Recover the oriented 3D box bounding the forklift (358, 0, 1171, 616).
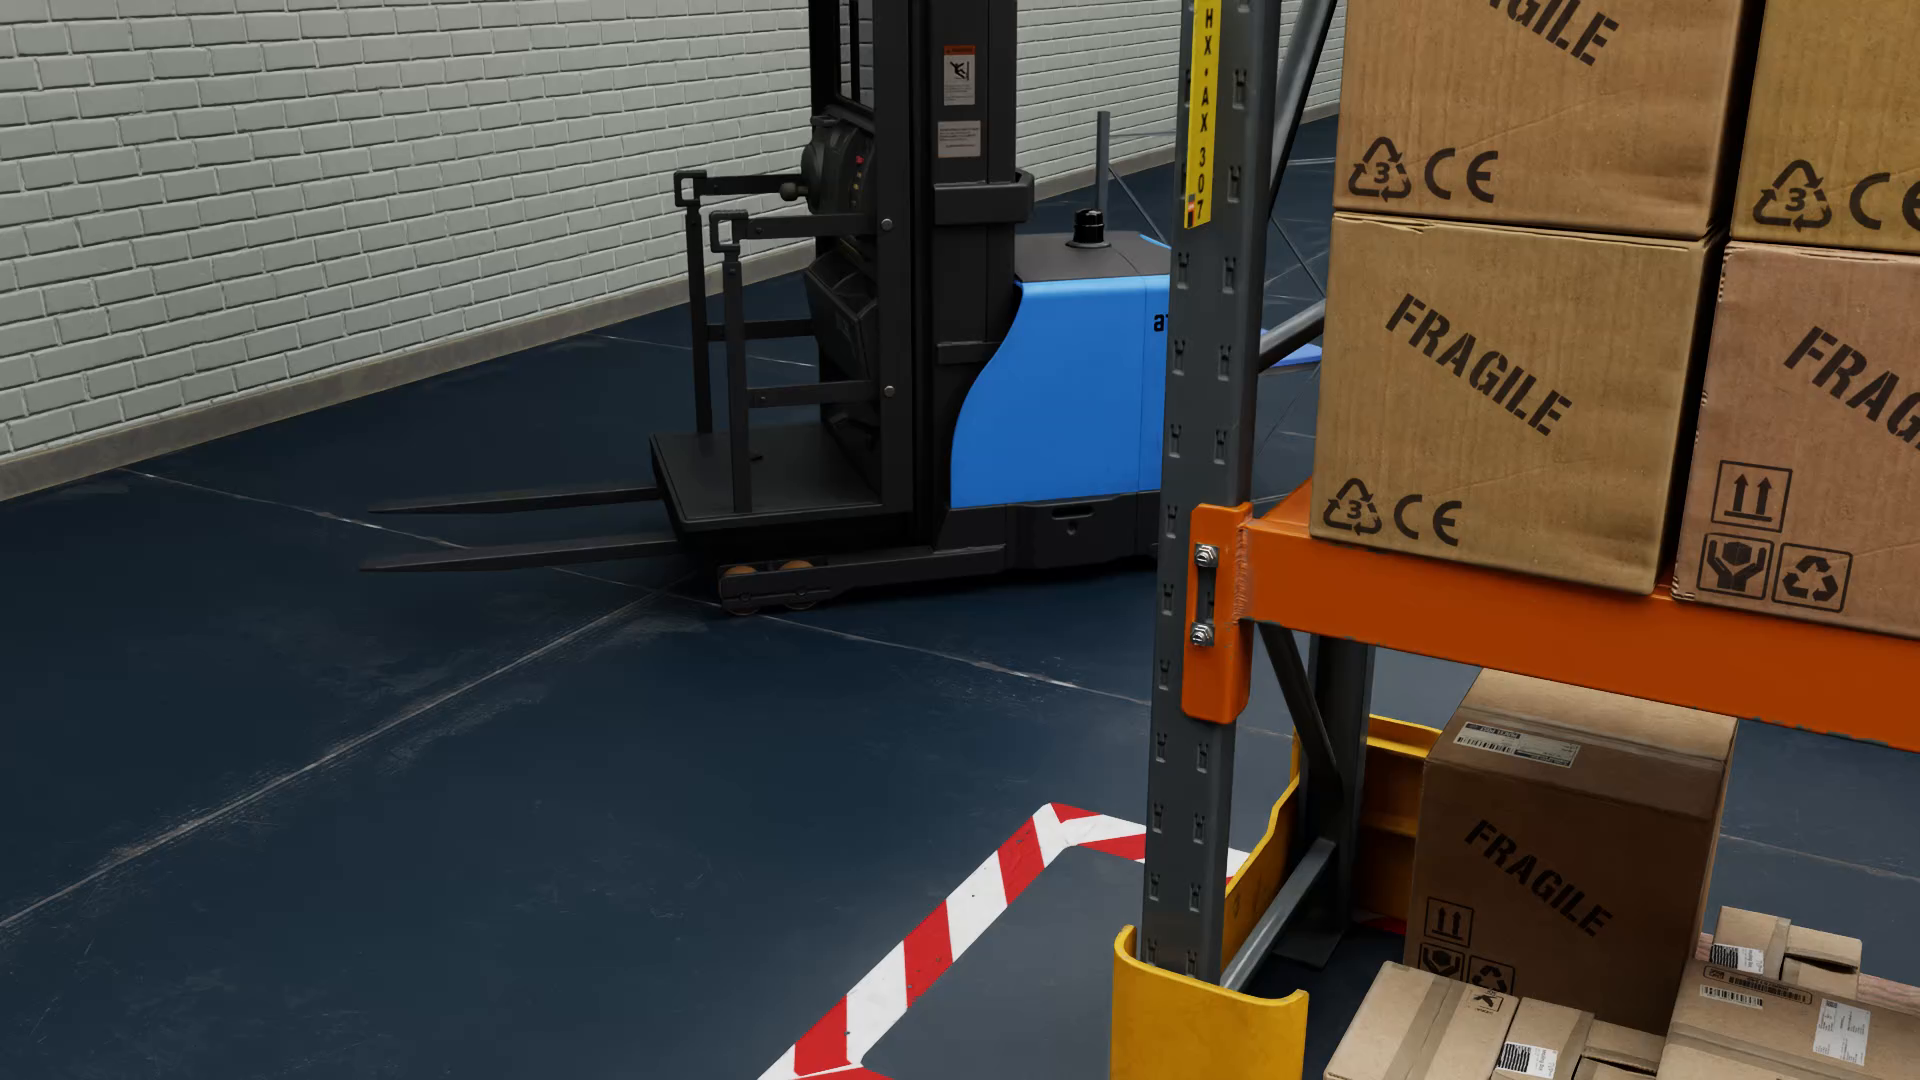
[{"bbox_3d":[-0.604,-1.320,5.707,3.031,2.935,1.130,-5,21,-15],"label":"forklift"}]

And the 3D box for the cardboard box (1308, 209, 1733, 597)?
[{"bbox_3d":[0.876,-0.269,2.560,0.500,0.500,0.500,11,23,28],"label":"cardboard box"}]

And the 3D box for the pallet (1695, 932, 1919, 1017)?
[{"bbox_3d":[1.380,1.082,3.073,1.213,0.211,1.003,11,23,27],"label":"pallet"}]

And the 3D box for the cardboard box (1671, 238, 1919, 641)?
[{"bbox_3d":[1.329,-0.184,2.328,0.500,0.500,0.500,11,22,27],"label":"cardboard box"}]

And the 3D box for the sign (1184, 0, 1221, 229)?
[{"bbox_3d":[0.352,-0.619,2.404,0.005,0.325,0.100,11,23,27],"label":"sign"}]

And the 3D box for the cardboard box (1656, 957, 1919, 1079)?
[{"bbox_3d":[1.390,0.970,2.680,0.500,0.250,0.500,11,23,27],"label":"cardboard box"}]

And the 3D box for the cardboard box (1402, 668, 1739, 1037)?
[{"bbox_3d":[1.212,0.611,3.301,0.500,0.500,0.500,11,23,27],"label":"cardboard box"}]

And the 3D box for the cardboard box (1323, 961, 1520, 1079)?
[{"bbox_3d":[0.815,0.931,2.934,0.250,0.149,0.380,11,23,27],"label":"cardboard box"}]

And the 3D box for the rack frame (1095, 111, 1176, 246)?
[{"bbox_3d":[0.788,-1.082,7.148,0.500,1.500,0.032,-10,22,-26],"label":"rack frame"}]

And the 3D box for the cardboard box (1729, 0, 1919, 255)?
[{"bbox_3d":[1.336,-0.654,2.156,0.500,0.500,0.500,11,23,28],"label":"cardboard box"}]

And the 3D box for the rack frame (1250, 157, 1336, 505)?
[{"bbox_3d":[1.261,-0.775,6.301,0.500,1.500,0.032,-10,22,-26],"label":"rack frame"}]

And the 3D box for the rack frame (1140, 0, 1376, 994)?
[{"bbox_3d":[0.617,-0.374,2.997,0.127,3.000,1.000,11,23,27],"label":"rack frame"}]

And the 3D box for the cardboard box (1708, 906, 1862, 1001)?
[{"bbox_3d":[1.521,0.862,3.099,0.250,0.166,0.380,11,23,27],"label":"cardboard box"}]

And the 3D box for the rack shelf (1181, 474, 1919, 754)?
[{"bbox_3d":[2.363,0.297,2.203,4.000,0.370,1.077,11,23,27],"label":"rack shelf"}]

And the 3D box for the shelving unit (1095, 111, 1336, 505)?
[{"bbox_3d":[1.024,-0.929,6.724,0.538,1.500,1.048,-10,22,-26],"label":"shelving unit"}]

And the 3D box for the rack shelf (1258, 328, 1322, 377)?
[{"bbox_3d":[1.024,-0.760,6.786,0.538,0.185,1.000,-10,22,-26],"label":"rack shelf"}]

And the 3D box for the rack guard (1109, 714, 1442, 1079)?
[{"bbox_3d":[0.683,0.814,3.388,0.348,0.500,1.175,11,23,27],"label":"rack guard"}]

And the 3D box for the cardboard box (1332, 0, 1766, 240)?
[{"bbox_3d":[0.876,-0.739,2.390,0.500,0.500,0.500,12,23,29],"label":"cardboard box"}]

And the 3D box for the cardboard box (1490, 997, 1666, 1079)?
[{"bbox_3d":[1.033,0.965,2.817,0.250,0.166,0.380,11,23,27],"label":"cardboard box"}]
